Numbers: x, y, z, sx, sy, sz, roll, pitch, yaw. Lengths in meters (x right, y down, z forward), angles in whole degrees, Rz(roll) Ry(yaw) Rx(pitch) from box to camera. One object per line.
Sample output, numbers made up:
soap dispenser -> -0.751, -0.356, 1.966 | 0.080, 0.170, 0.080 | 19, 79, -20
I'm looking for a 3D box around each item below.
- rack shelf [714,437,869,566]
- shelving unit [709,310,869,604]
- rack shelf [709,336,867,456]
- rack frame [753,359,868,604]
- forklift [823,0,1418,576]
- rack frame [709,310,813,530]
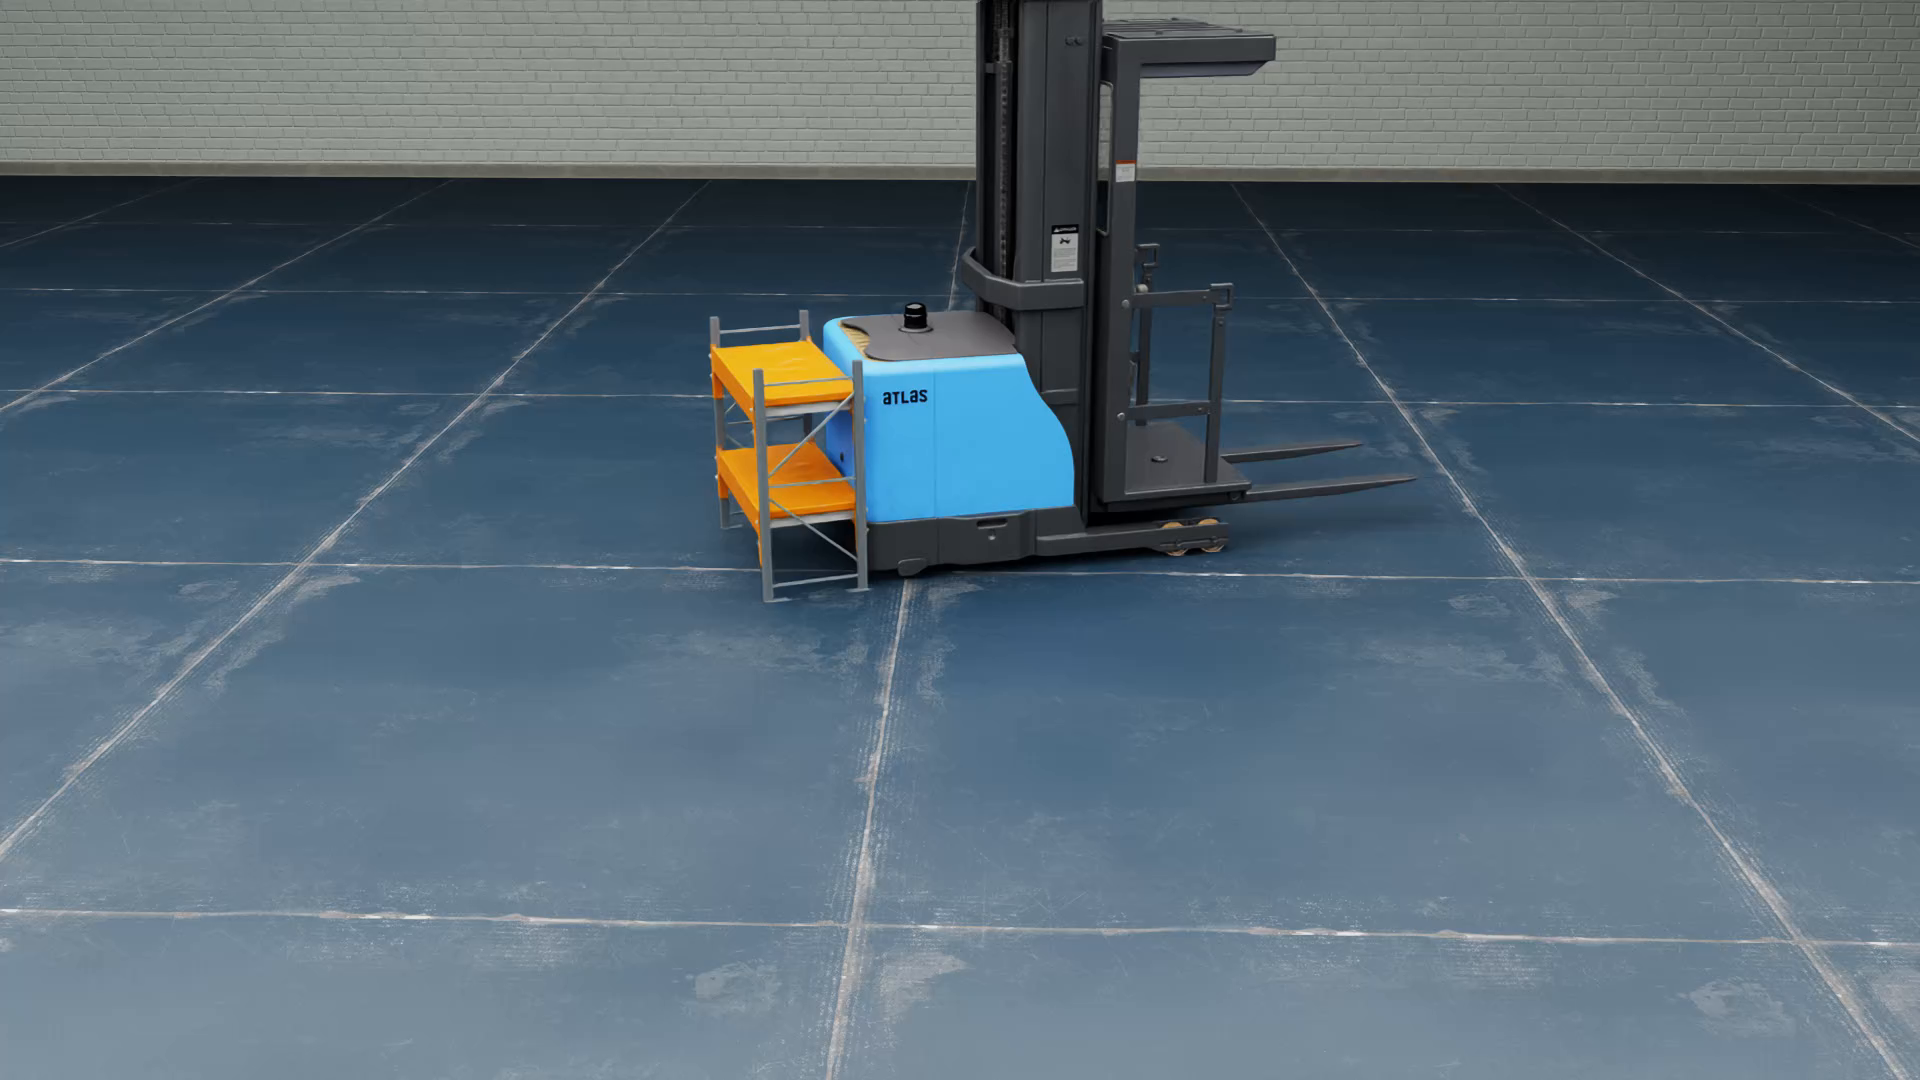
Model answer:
rack shelf -> -0.843, -0.207, 8.183 | 0.538, 0.278, 1.000 | -7, 22, -17
shelving unit -> -0.843, -0.435, 8.095 | 0.538, 1.125, 1.048 | -7, 22, -17
rack shelf -> -0.843, -0.708, 7.989 | 0.538, 0.278, 1.000 | -7, 22, -17
rack frame -> -0.679, -0.261, 7.646 | 0.500, 1.125, 0.032 | -7, 22, -17
forklift -> 0.864, -1.465, 8.253 | 3.031, 2.935, 1.130 | -5, 22, -13
rack frame -> -1.006, -0.609, 8.543 | 0.500, 1.125, 0.032 | -7, 22, -17
